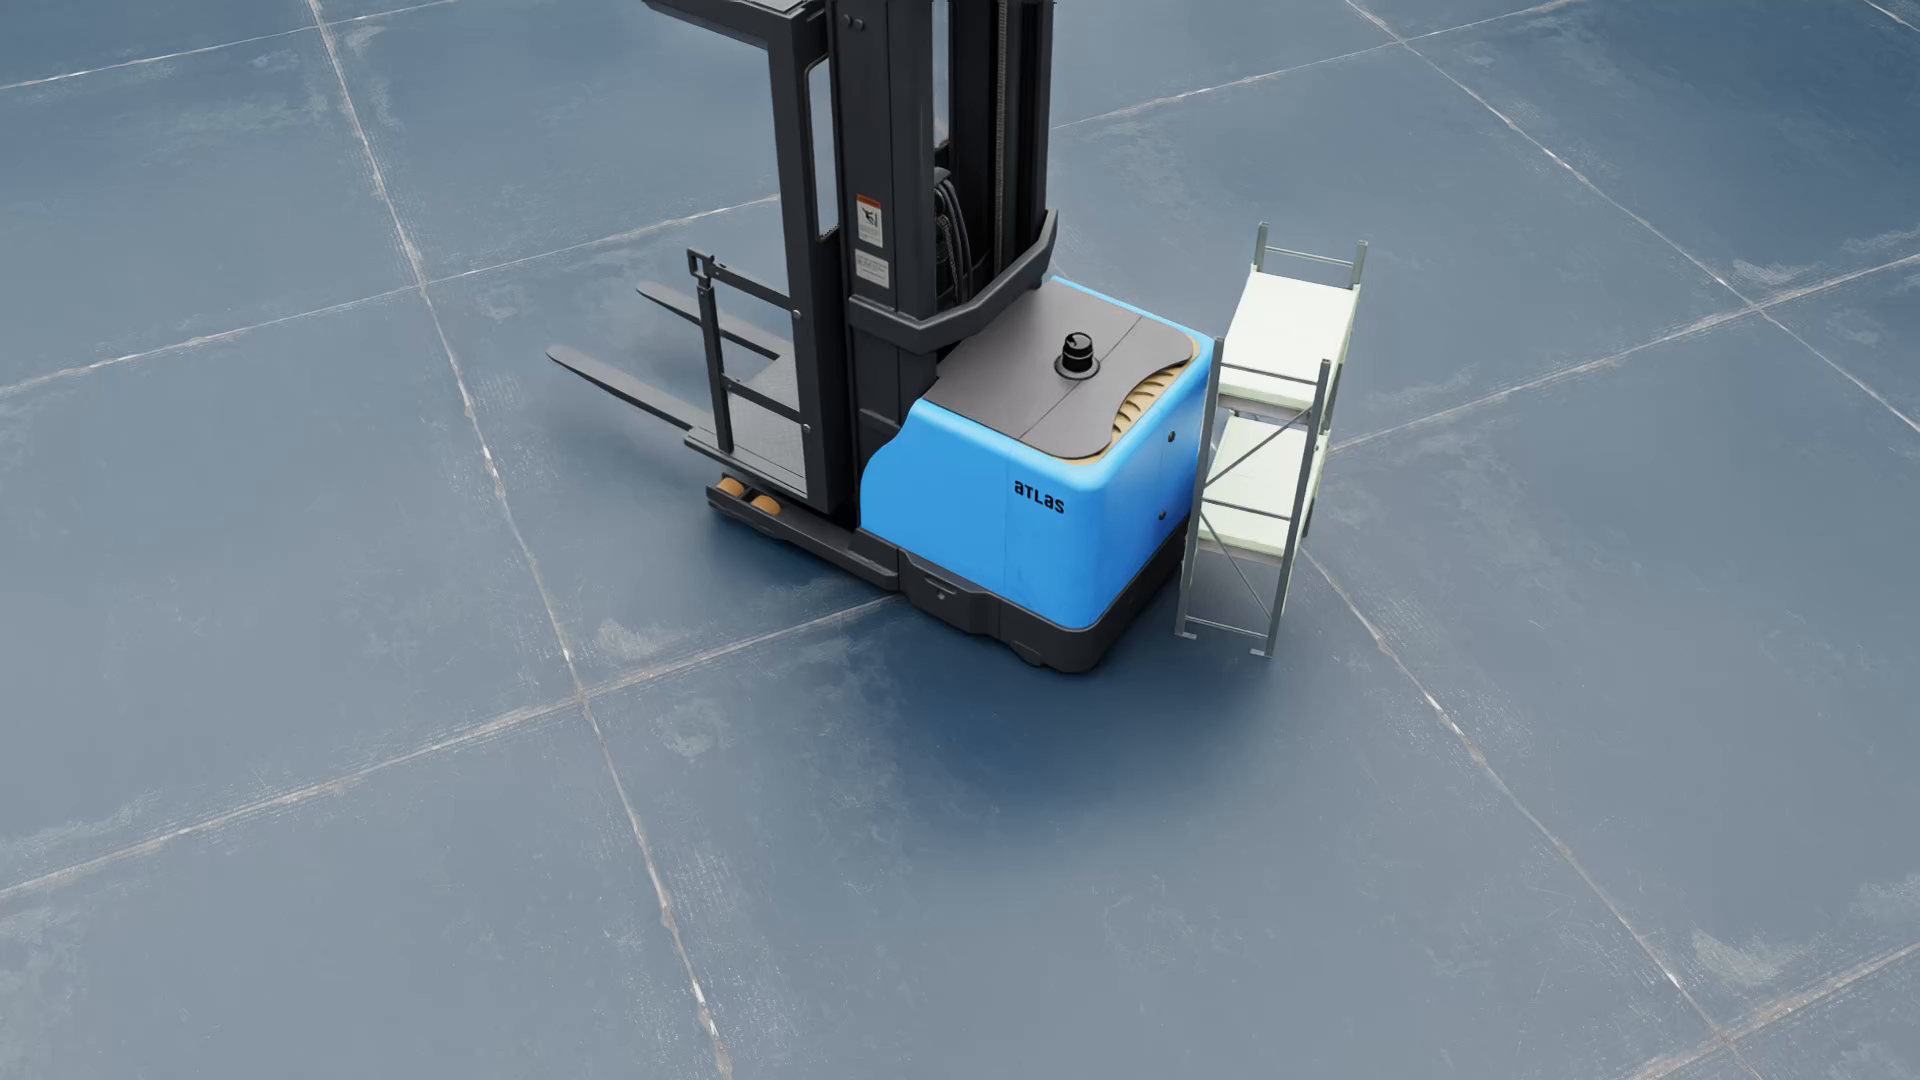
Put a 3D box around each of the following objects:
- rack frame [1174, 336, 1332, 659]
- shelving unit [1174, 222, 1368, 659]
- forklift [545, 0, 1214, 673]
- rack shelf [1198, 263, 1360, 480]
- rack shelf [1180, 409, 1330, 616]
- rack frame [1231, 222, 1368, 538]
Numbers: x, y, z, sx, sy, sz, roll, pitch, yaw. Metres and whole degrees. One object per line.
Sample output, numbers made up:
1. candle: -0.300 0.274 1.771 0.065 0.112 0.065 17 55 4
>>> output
1. rack frame: 1.060 -0.111 6.163 0.400 1.500 0.023 14 46 14
2. shelving unit: 1.181 -0.354 6.409 0.431 1.500 0.755 14 46 14
3. forklift: -0.483 -1.349 6.400 3.031 2.935 1.130 26 50 24
4. rack shelf: 1.181 -0.632 6.135 0.431 0.370 0.720 14 46 14
5. rack shelf: 1.181 -0.122 6.638 0.431 0.370 0.720 14 46 14
6. rack frame: 1.302 -0.596 6.655 0.400 1.500 0.023 14 46 14
